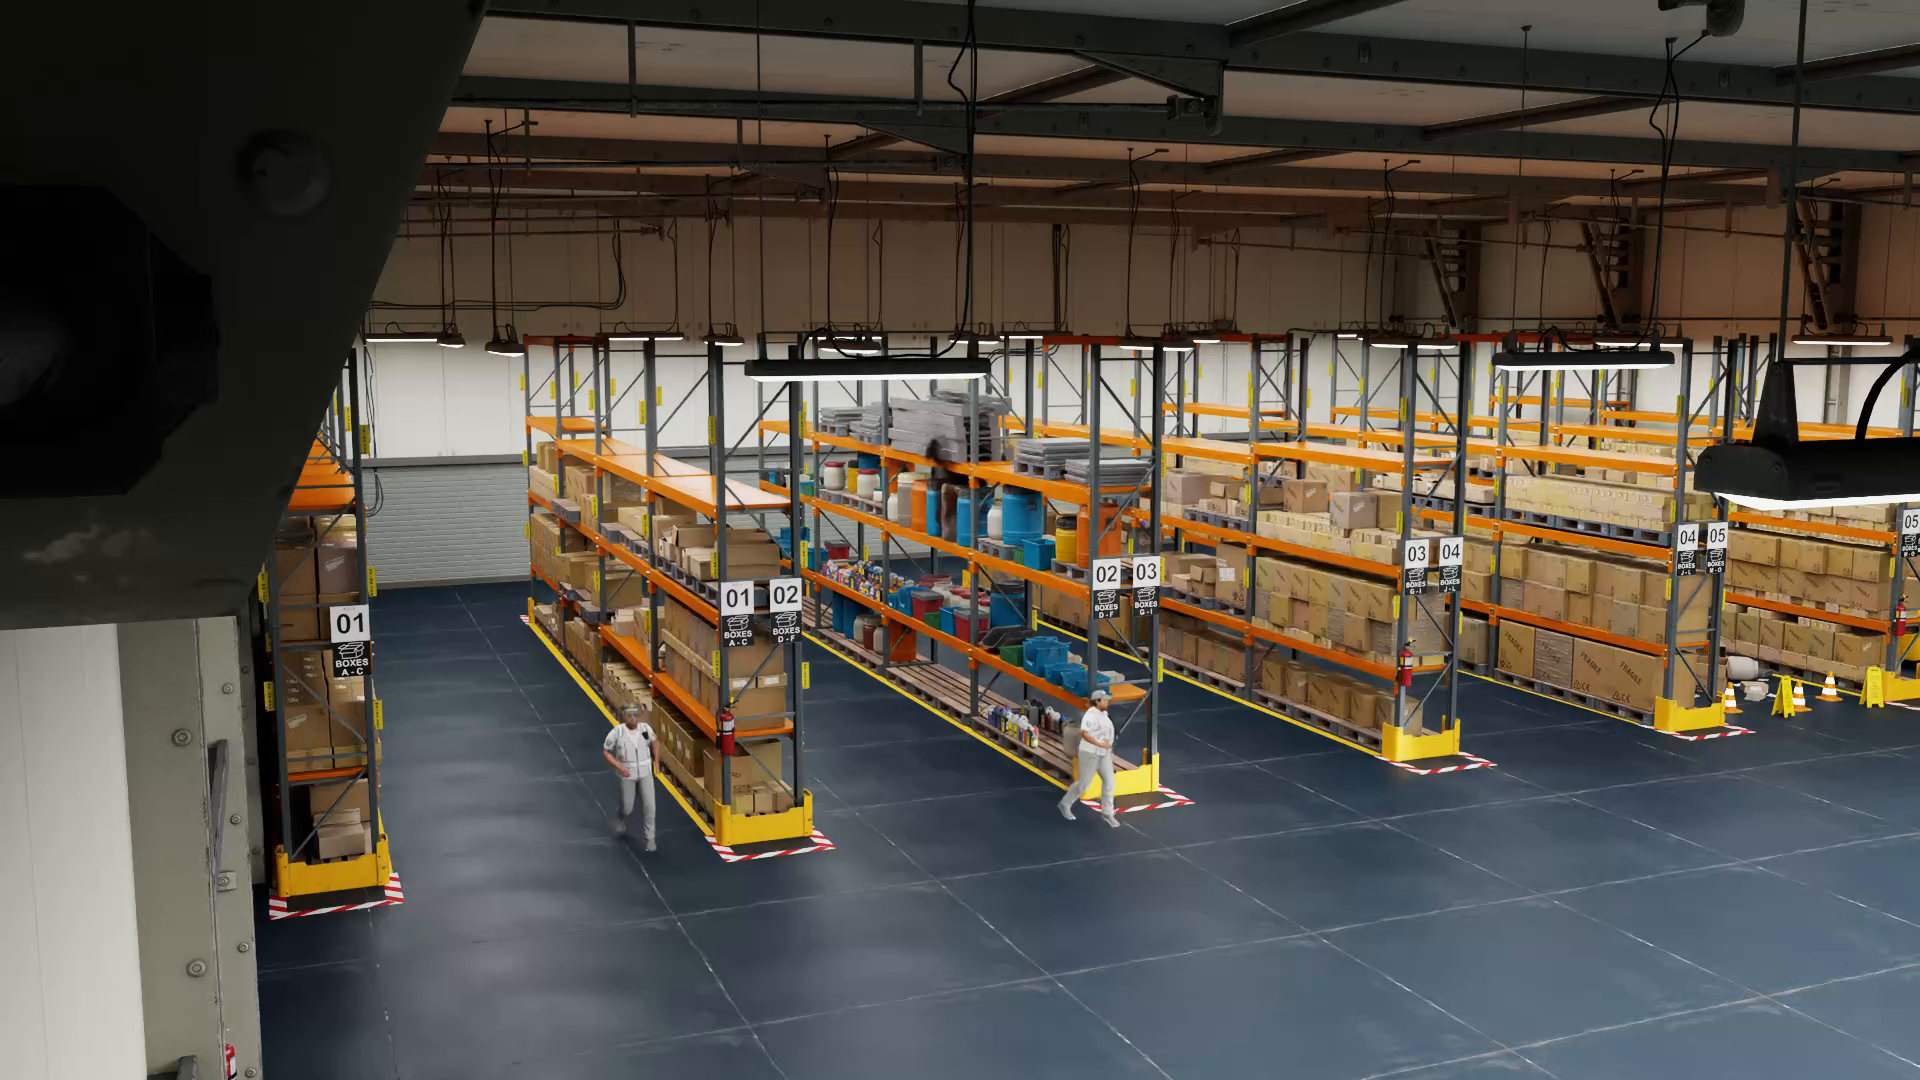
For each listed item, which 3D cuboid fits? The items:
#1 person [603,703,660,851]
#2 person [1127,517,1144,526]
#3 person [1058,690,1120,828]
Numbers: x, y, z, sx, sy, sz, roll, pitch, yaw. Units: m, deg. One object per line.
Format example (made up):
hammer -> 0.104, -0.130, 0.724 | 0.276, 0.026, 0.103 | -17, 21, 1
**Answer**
person -> -3.946, 2.822, 20.064 | 0.702, 1.798, 0.794 | -4, 8, -26
person -> 4.363, -0.014, 41.531 | 0.612, 1.666, 0.752 | -4, 9, -27
person -> 1.725, 2.731, 21.016 | 0.827, 1.674, 0.679 | 5, 9, 34
